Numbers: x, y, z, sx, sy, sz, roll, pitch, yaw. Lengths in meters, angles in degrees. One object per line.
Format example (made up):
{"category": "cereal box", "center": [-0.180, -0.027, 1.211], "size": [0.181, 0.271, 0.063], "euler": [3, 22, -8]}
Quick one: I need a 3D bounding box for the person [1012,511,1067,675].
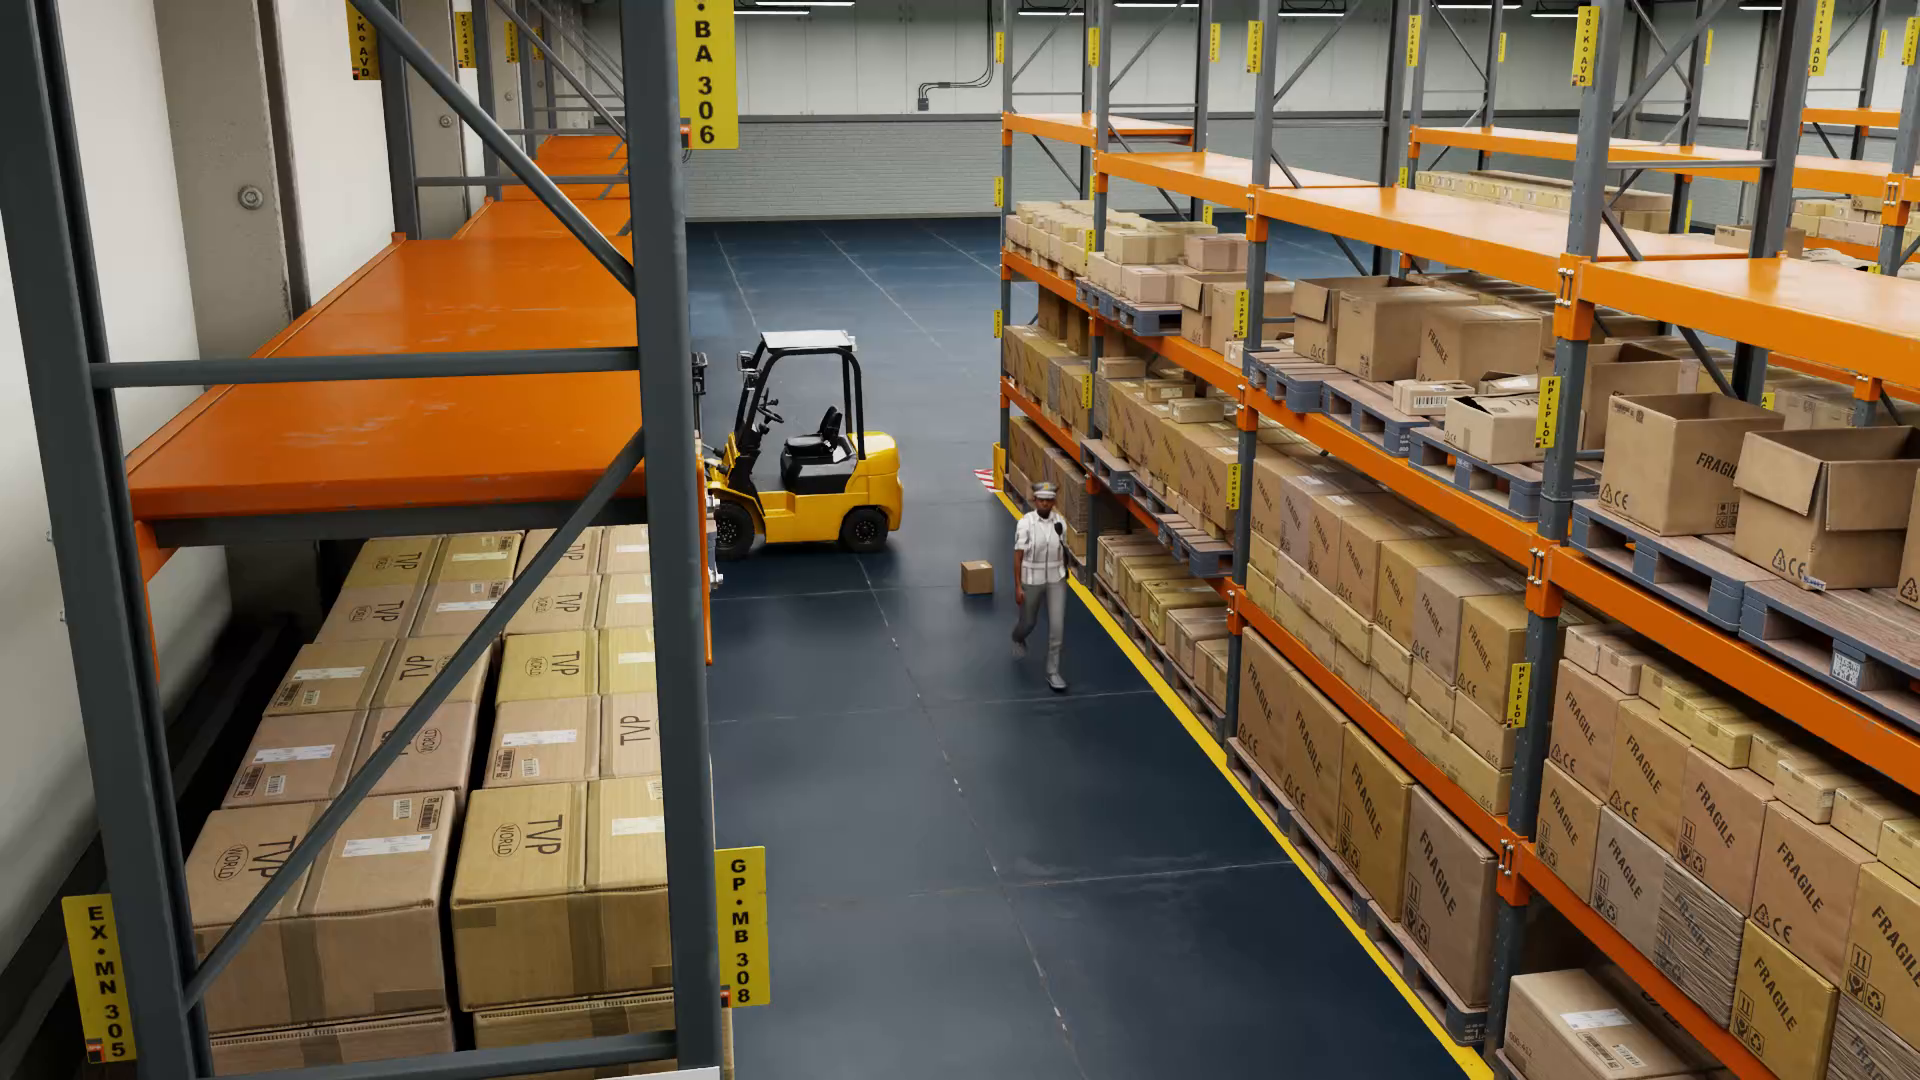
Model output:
{"category": "person", "center": [0.657, 0.401, 13.631], "size": [0.383, 1.321, 0.680], "euler": [-3, 17, -10]}
